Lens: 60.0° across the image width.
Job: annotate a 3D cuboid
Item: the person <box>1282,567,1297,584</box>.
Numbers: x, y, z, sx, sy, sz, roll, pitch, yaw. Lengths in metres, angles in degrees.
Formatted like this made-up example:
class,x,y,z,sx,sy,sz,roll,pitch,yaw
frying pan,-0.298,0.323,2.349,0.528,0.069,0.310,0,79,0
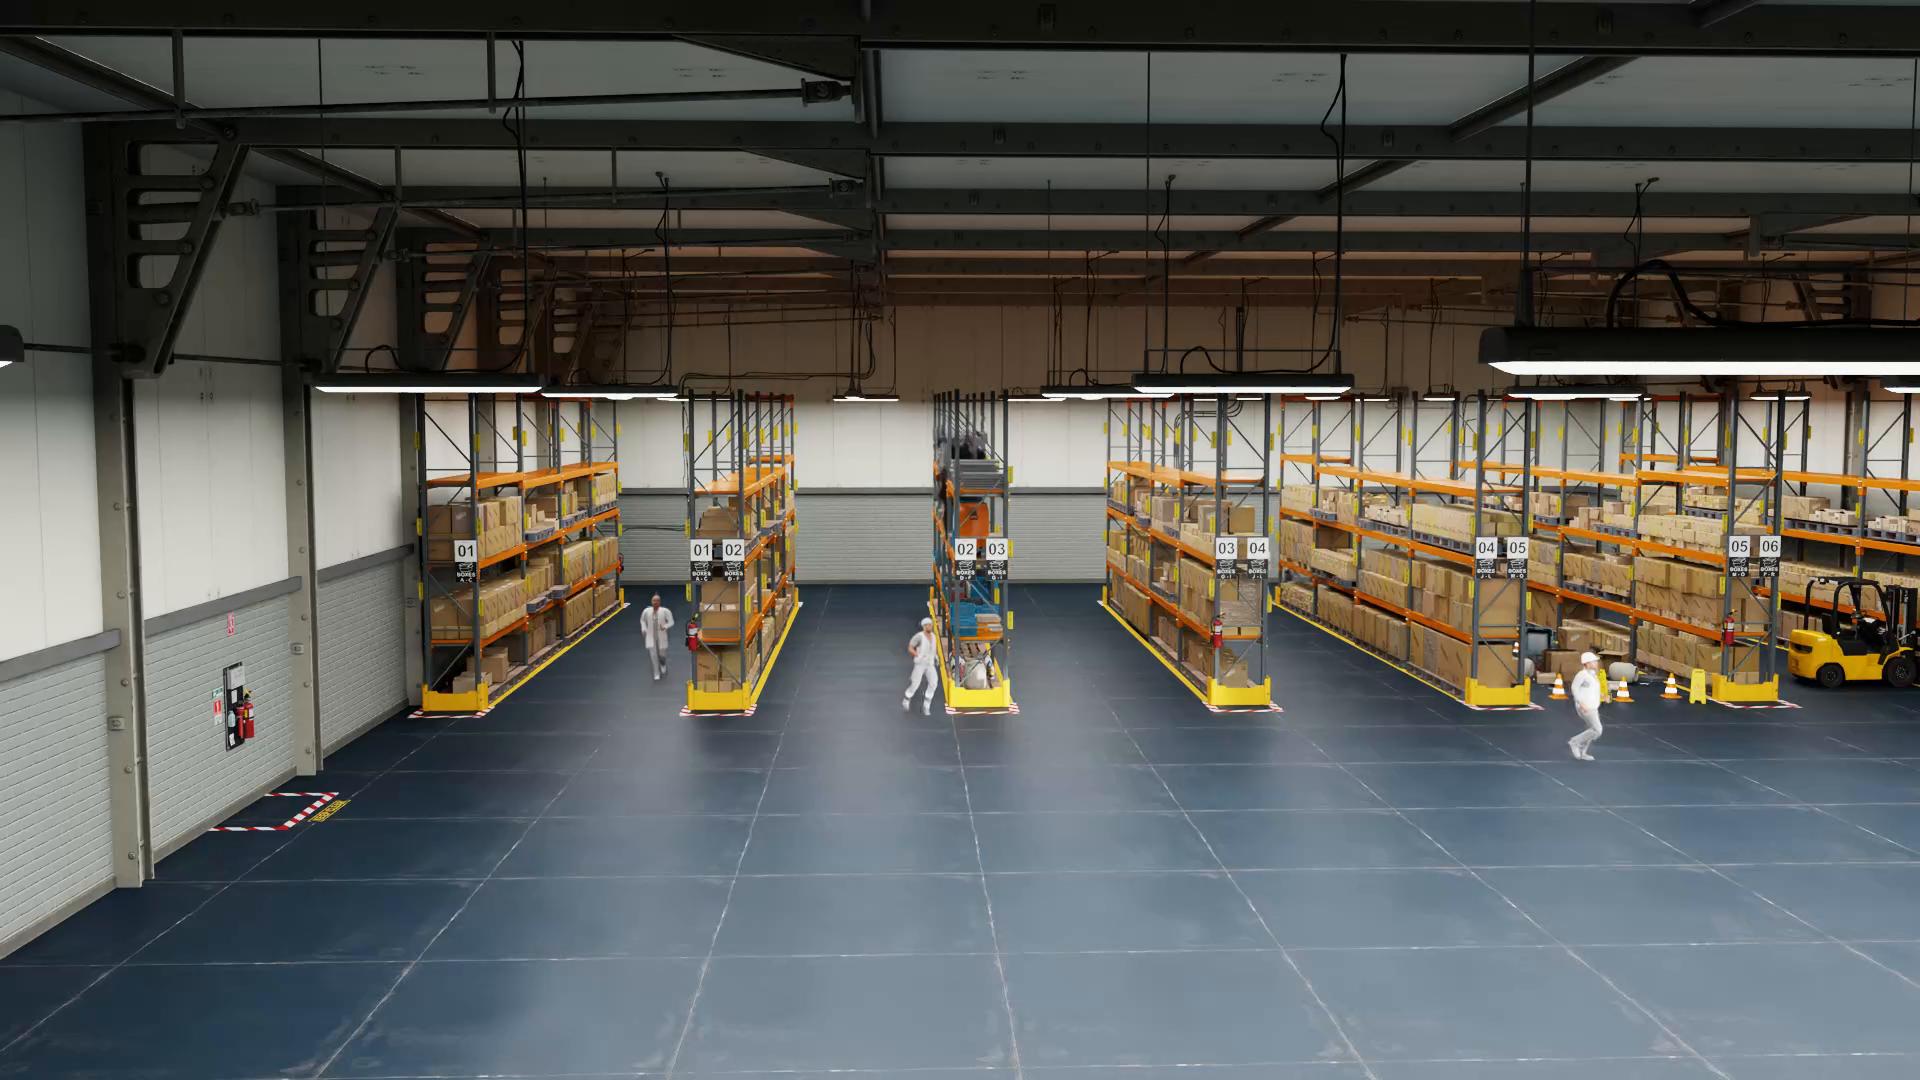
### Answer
class,x,y,z,sx,sy,sz,roll,pitch,yaw
person,9.716,0.903,49.135,0.616,1.619,0.647,3,5,29

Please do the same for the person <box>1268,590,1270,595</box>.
class,x,y,z,sx,sy,sz,roll,pitch,yaw
person,8.767,0.896,48.633,0.659,1.804,0.673,-1,5,-12

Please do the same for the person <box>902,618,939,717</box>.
class,x,y,z,sx,sy,sz,roll,pitch,yaw
person,-0.659,2.339,30.808,0.722,1.798,0.723,-3,6,-32

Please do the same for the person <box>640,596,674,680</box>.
class,x,y,z,sx,sy,sz,roll,pitch,yaw
person,-6.319,2.023,34.655,0.709,1.742,0.798,0,5,-4

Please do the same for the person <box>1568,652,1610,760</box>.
class,x,y,z,sx,sy,sz,roll,pitch,yaw
person,10.133,2.675,26.754,0.571,1.740,0.672,3,6,33
